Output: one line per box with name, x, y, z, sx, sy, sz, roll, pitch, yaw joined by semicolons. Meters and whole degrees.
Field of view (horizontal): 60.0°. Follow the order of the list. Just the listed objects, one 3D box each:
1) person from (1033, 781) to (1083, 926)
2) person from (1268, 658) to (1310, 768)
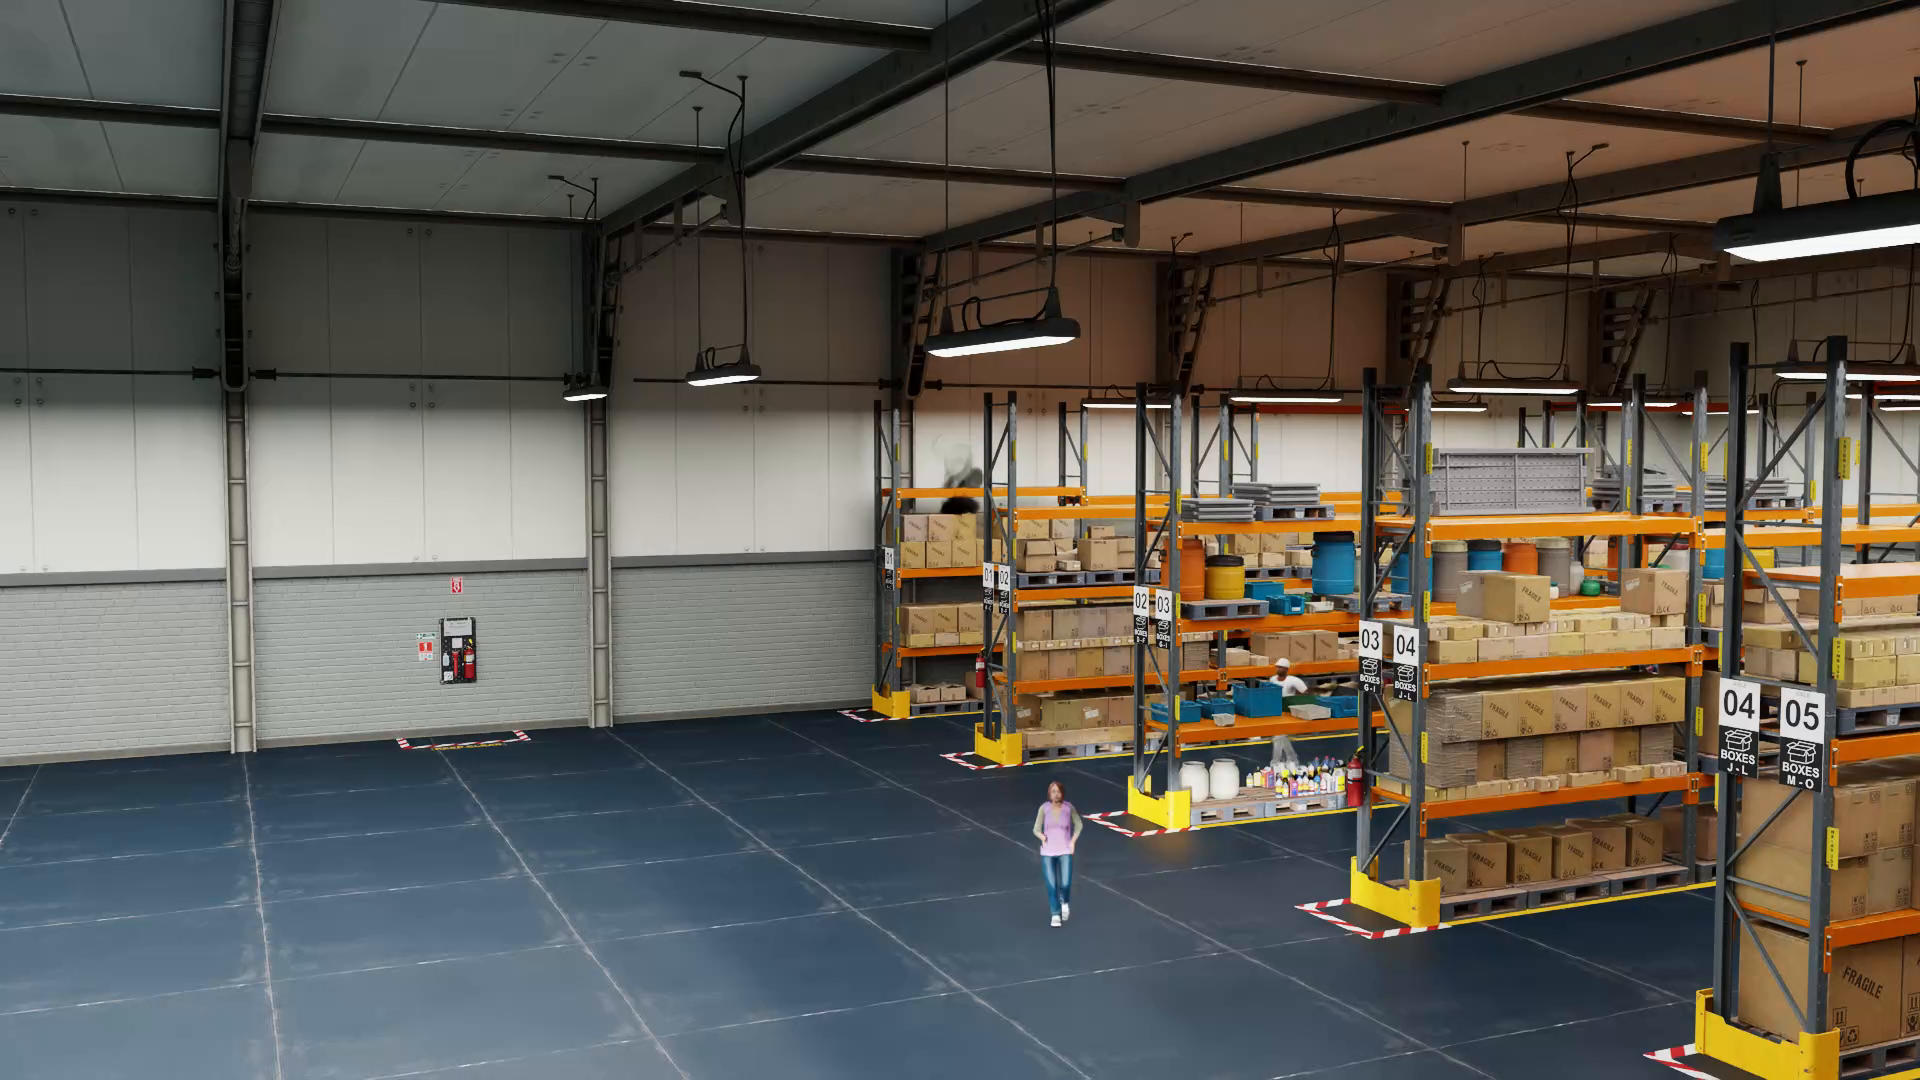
person;1.035;3.349;17.683;0.526;1.556;0.536;0;3;5
person;5.026;2.751;26.019;0.802;1.807;0.684;-2;4;-34
